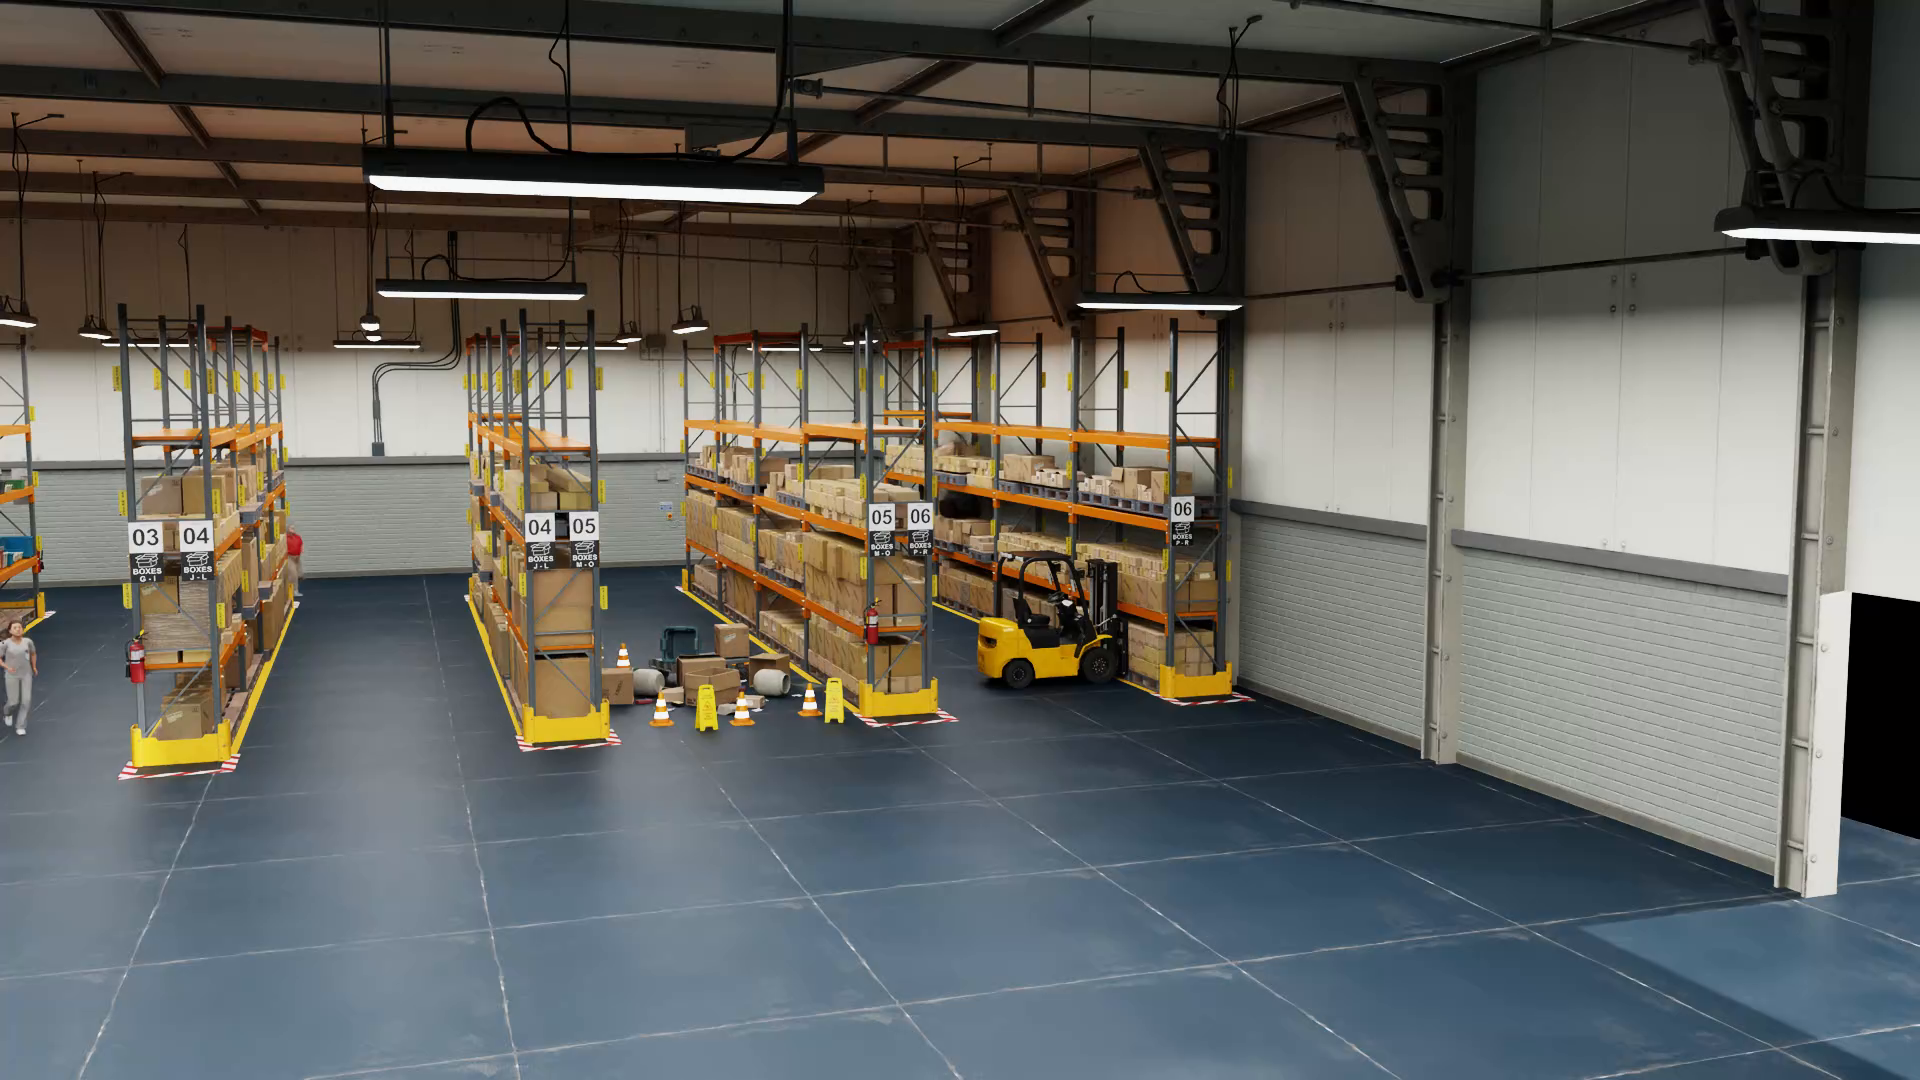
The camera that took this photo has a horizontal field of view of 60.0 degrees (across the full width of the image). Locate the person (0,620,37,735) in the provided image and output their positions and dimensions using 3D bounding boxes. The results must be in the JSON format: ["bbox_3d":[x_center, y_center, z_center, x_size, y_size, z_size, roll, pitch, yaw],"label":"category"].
[{"bbox_3d":[-13.434,1.944,23.705,0.636,1.626,0.557,5,8,44],"label":"person"}]

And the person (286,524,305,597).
[{"bbox_3d":[-15.629,0.475,38.846,0.741,1.688,0.664,4,6,33],"label":"person"}]
